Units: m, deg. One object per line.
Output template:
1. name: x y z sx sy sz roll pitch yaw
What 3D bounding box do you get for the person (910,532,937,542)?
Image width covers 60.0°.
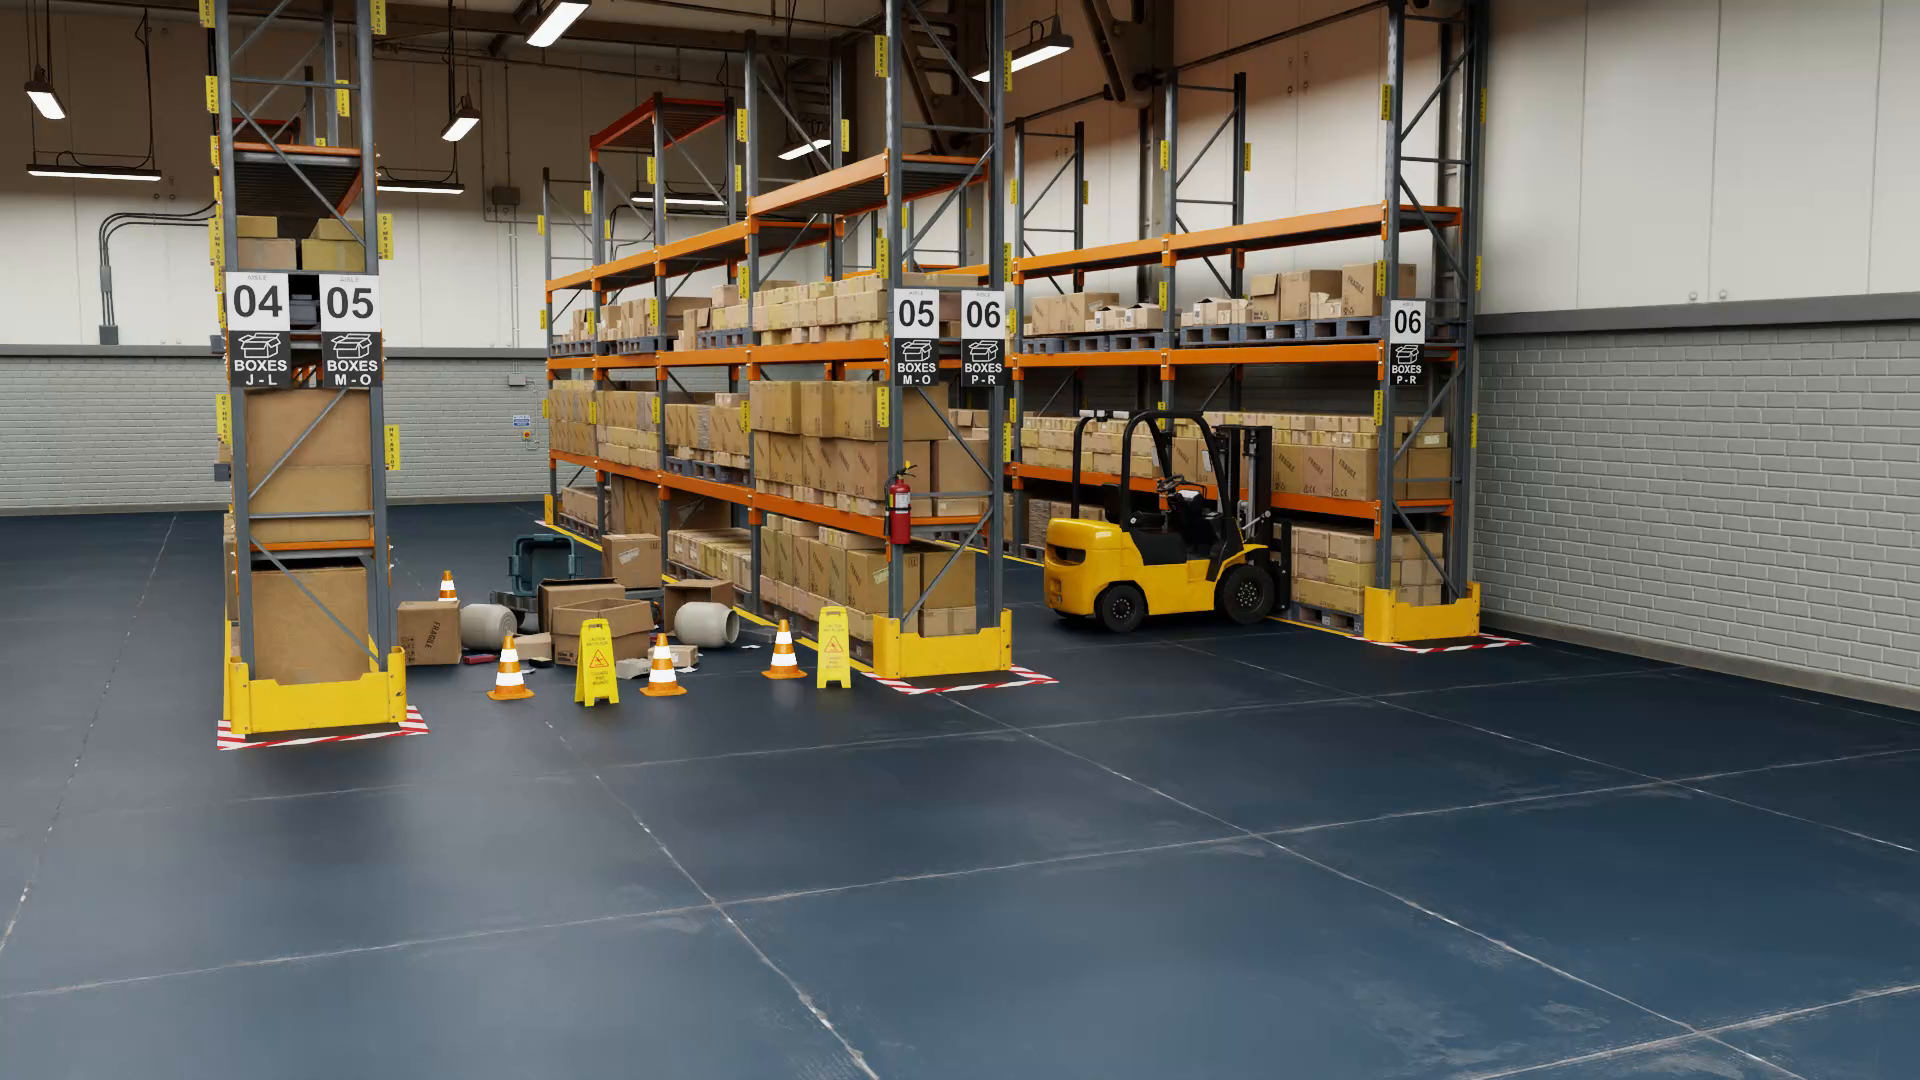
1. person: -0.559 0.047 18.562 0.497 1.280 0.681 -2 6 -24
